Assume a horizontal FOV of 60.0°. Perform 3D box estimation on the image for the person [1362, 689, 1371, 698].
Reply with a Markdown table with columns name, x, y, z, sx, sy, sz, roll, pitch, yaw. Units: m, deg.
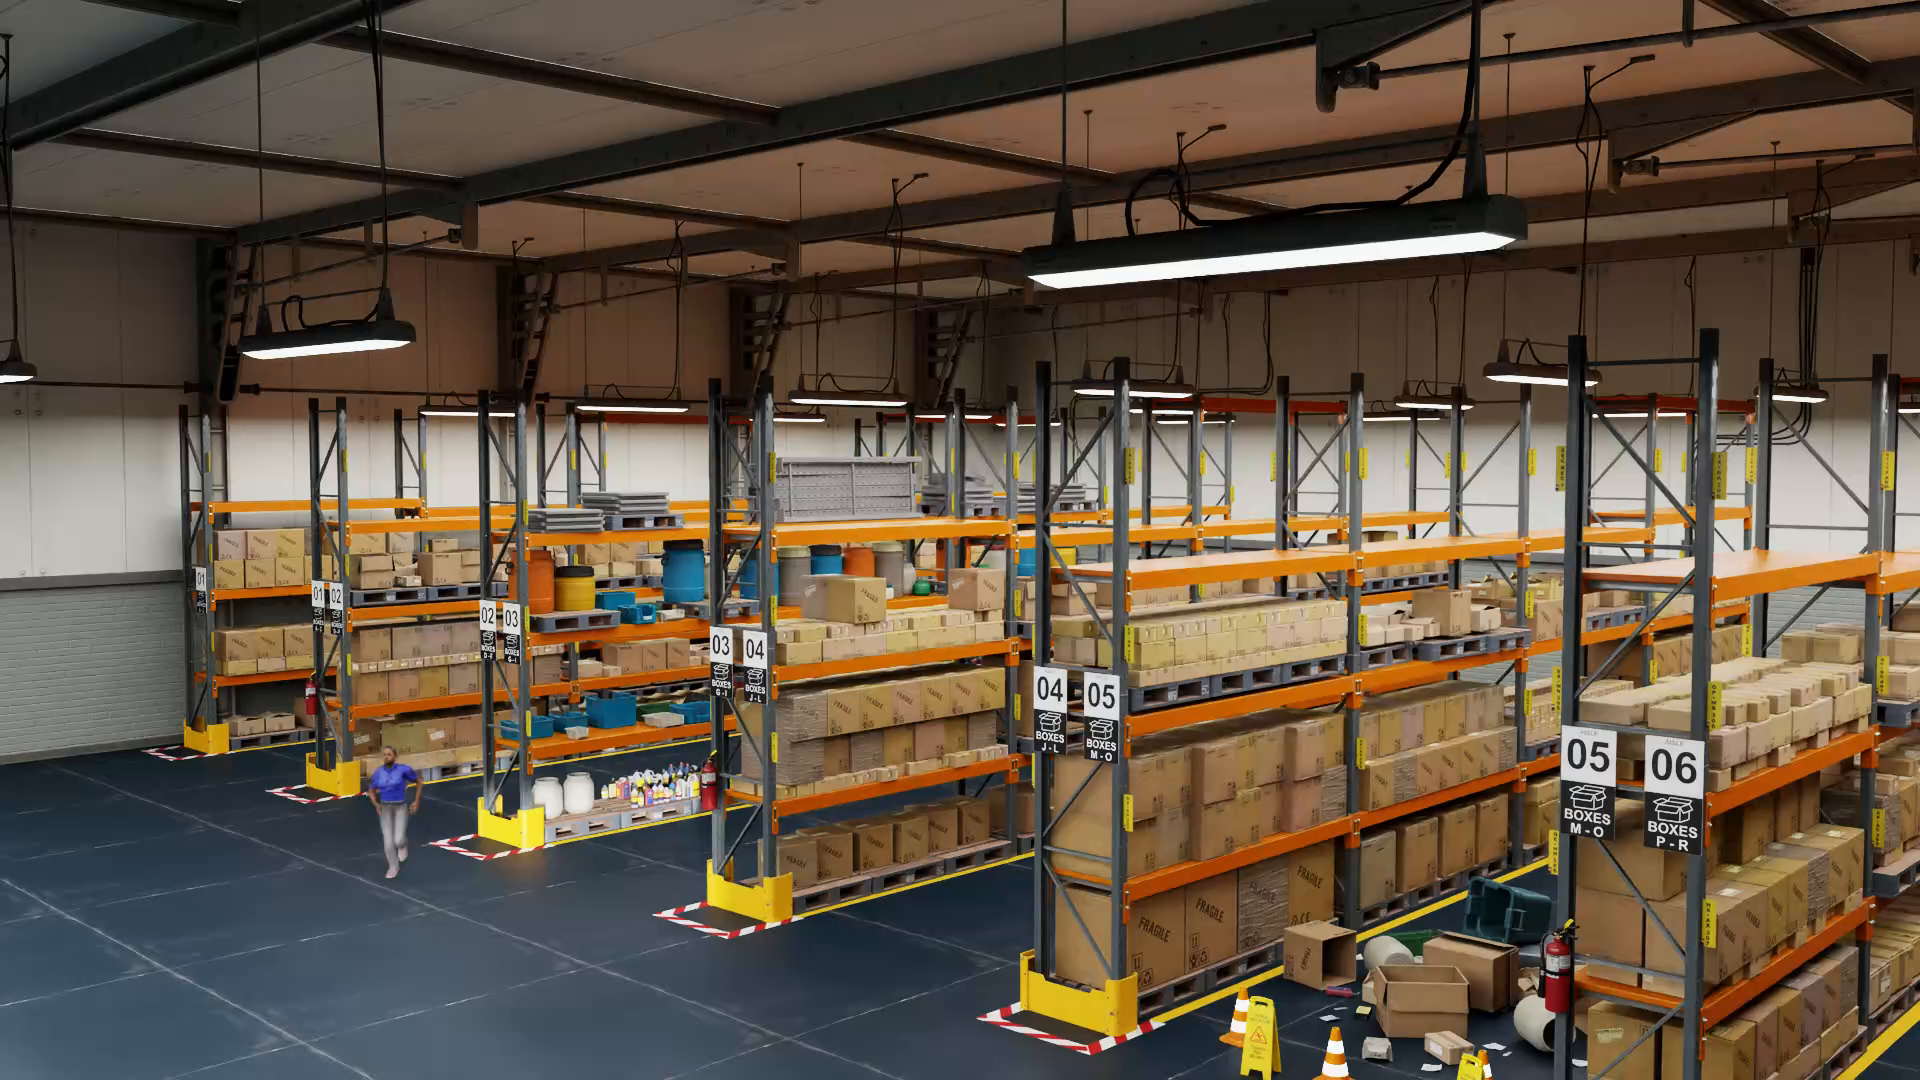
| name | x | y | z | sx | sy | sz | roll | pitch | yaw |
| --- | --- | --- | --- | --- | --- | --- | --- | --- | --- |
| person | 6.049 | 3.038 | 24.967 | 0.519 | 1.619 | 0.796 | 2 | 4 | 39 |

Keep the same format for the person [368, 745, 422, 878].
| name | x | y | z | sx | sy | sz | roll | pitch | yaw |
| --- | --- | --- | --- | --- | --- | --- | --- | --- | --- |
| person | -6.885 | 3.309 | 20.238 | 0.600 | 1.608 | 0.605 | 0 | 3 | -5 |

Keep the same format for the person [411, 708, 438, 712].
| name | x | y | z | sx | sy | sz | roll | pitch | yaw |
| --- | --- | --- | --- | --- | --- | --- | --- | --- | --- |
| person | -9.121 | 2.767 | 28.554 | 0.645 | 1.847 | 0.777 | 2 | 3 | 28 |
